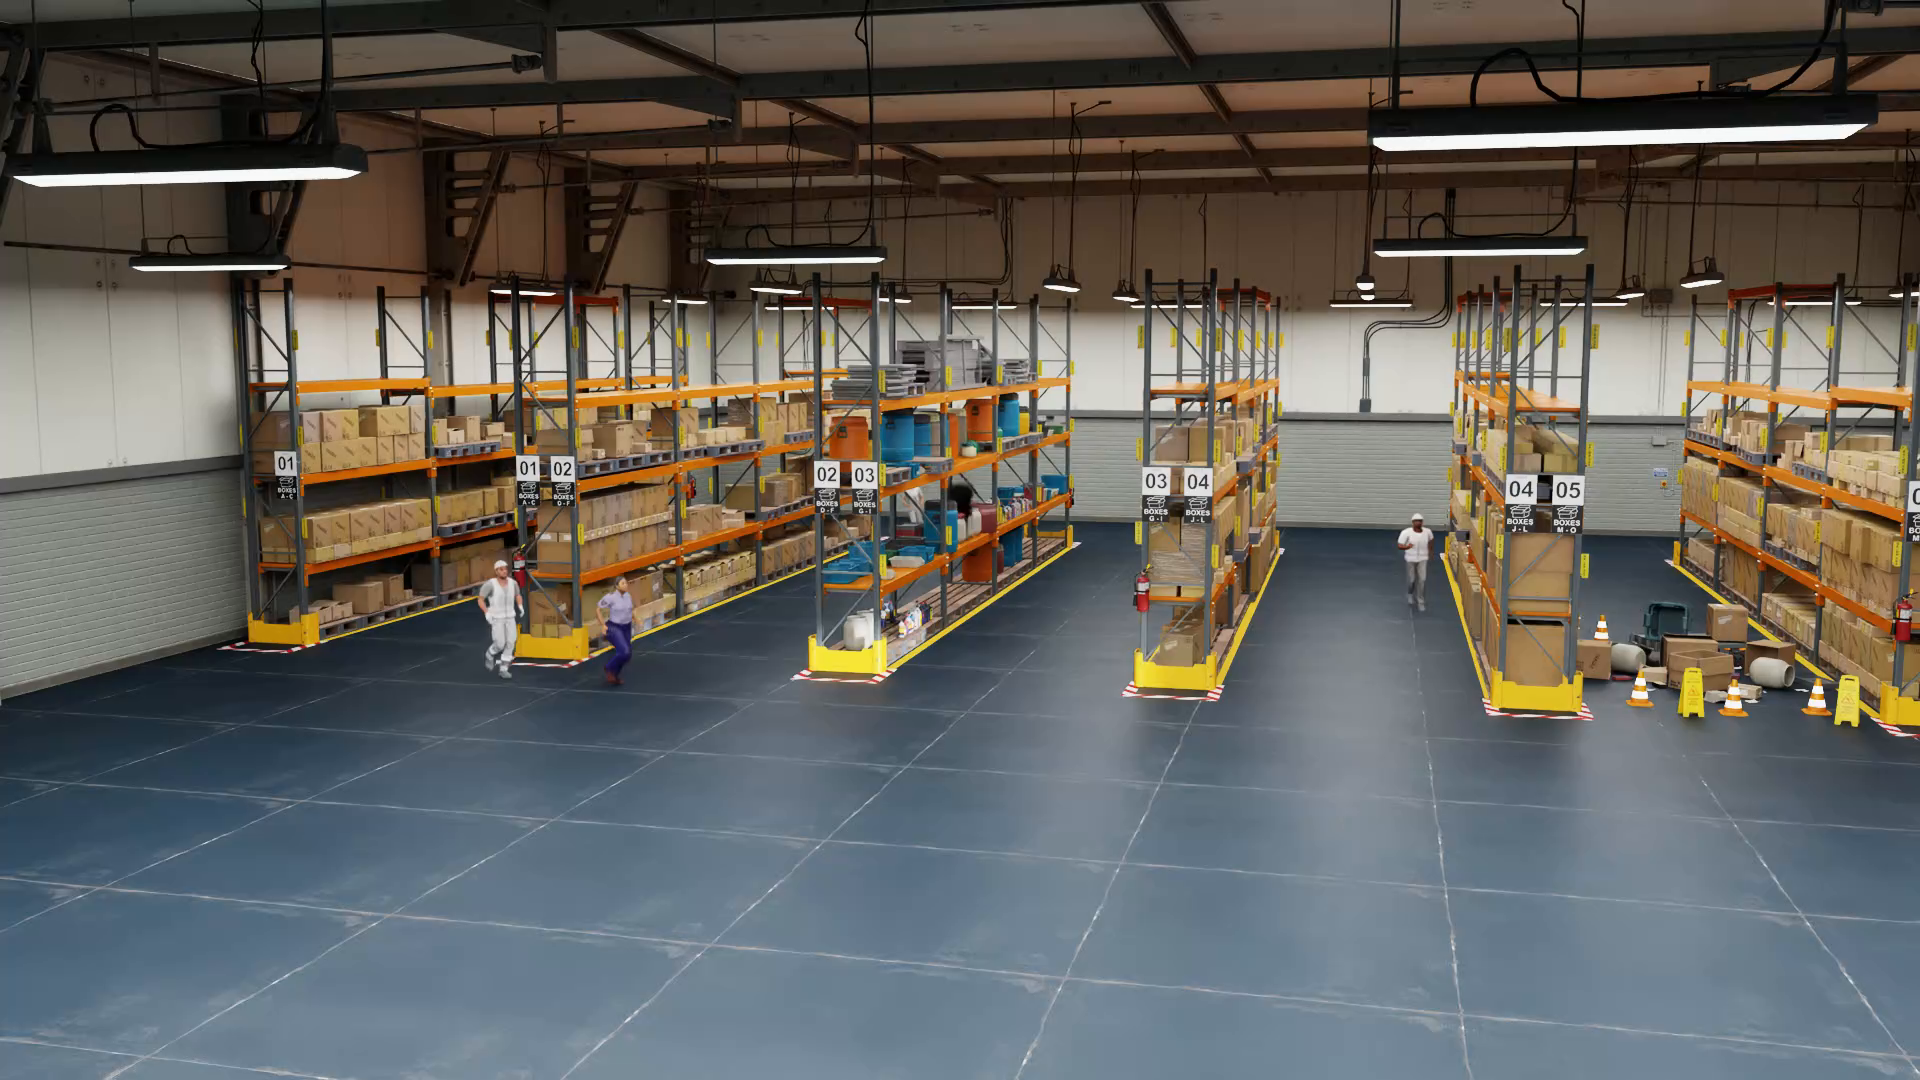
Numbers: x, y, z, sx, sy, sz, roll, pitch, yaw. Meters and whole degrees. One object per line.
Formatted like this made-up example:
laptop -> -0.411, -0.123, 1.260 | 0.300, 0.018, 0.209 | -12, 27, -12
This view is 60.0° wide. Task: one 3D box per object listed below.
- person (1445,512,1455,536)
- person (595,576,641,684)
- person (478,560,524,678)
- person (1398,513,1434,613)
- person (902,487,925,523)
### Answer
person -> 11.773, -0.512, 39.372 | 0.534, 1.598, 0.563 | -3, 8, -25
person -> -4.915, 1.315, 24.106 | 0.658, 1.595, 0.590 | 4, 8, 31
person -> -6.844, 1.169, 24.834 | 0.678, 1.759, 0.591 | -6, 9, -41
person -> 8.493, 0.394, 30.962 | 0.690, 1.788, 0.912 | 1, 7, 7
person -> -1.154, -0.747, 41.342 | 0.574, 1.607, 0.585 | -1, 7, -11
